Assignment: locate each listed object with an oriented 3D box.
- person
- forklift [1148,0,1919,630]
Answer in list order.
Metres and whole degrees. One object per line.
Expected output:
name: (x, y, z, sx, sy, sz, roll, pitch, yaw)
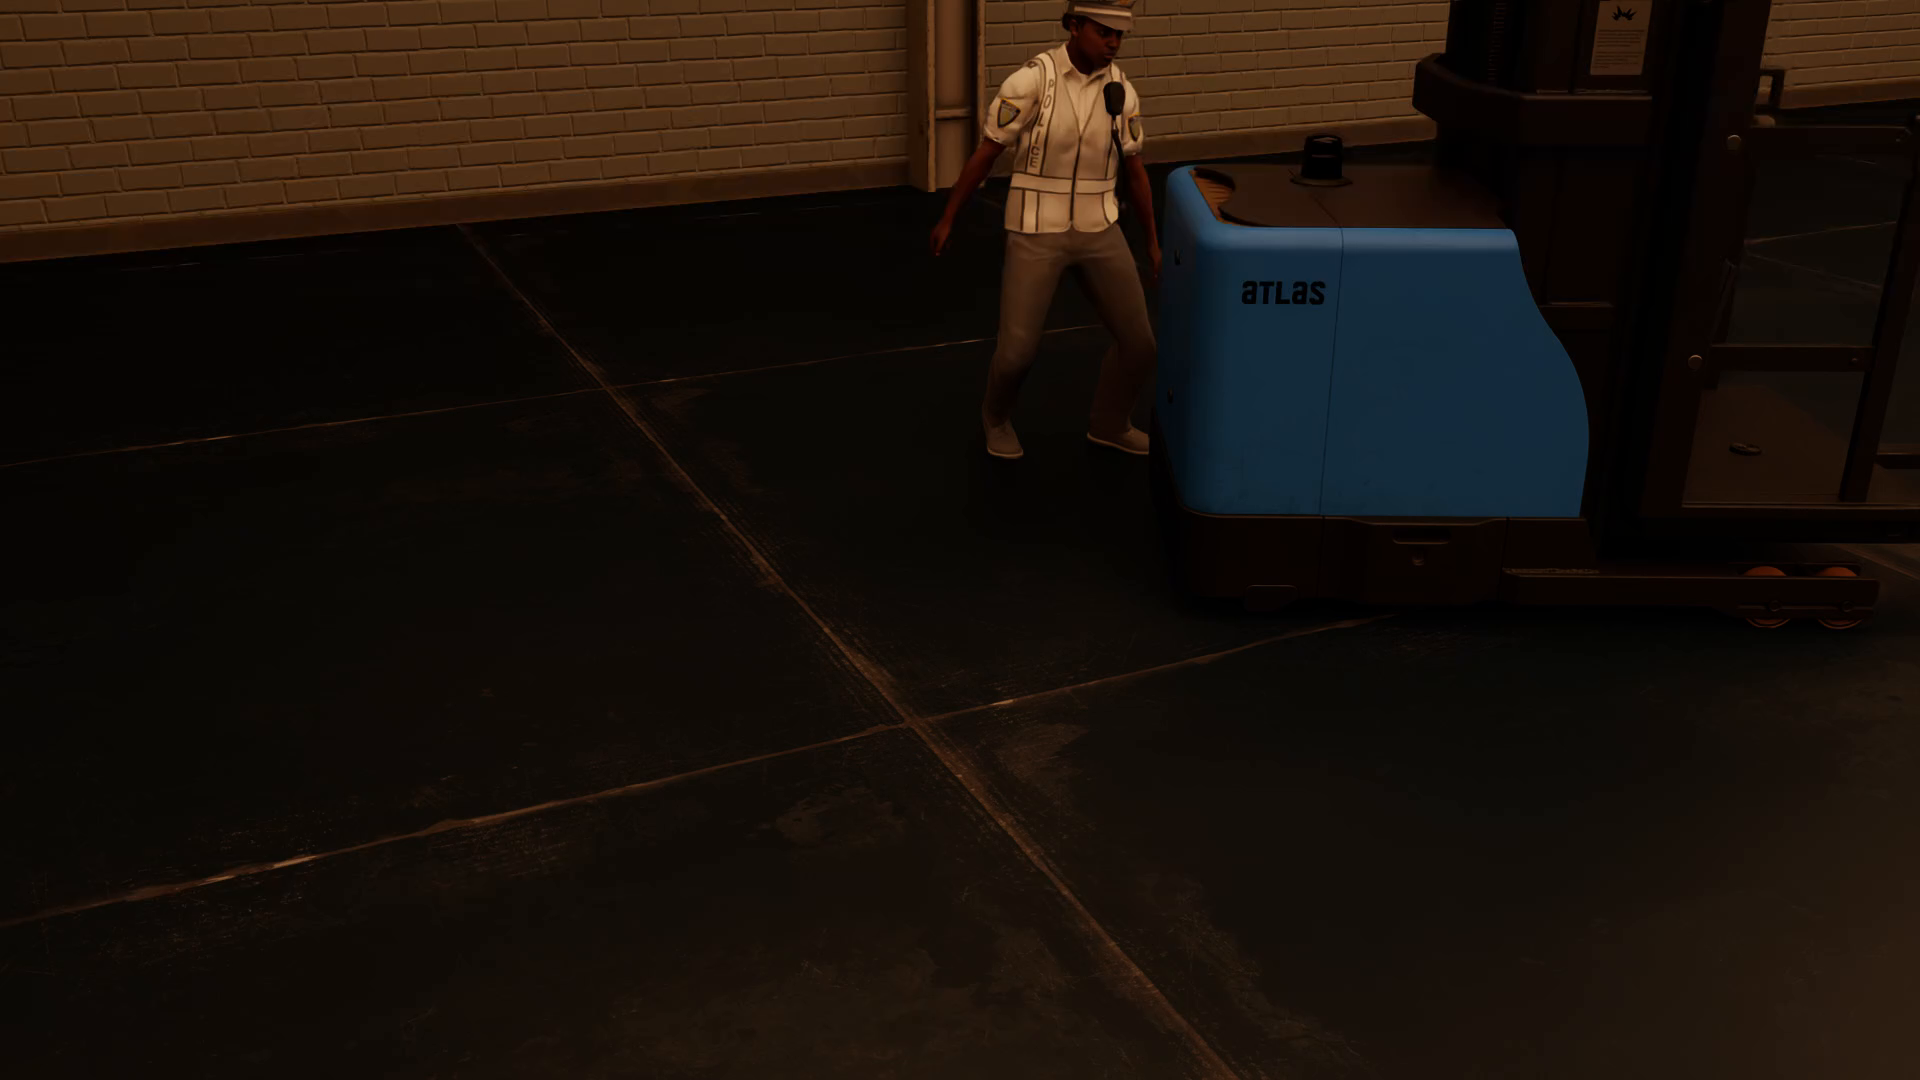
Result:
person: (0.310, -1.030, 5.539, 0.817, 1.592, 0.466, -4, 23, -9)
forklift: (2.117, -1.318, 4.458, 3.031, 2.935, 1.130, 0, 23, 1)
